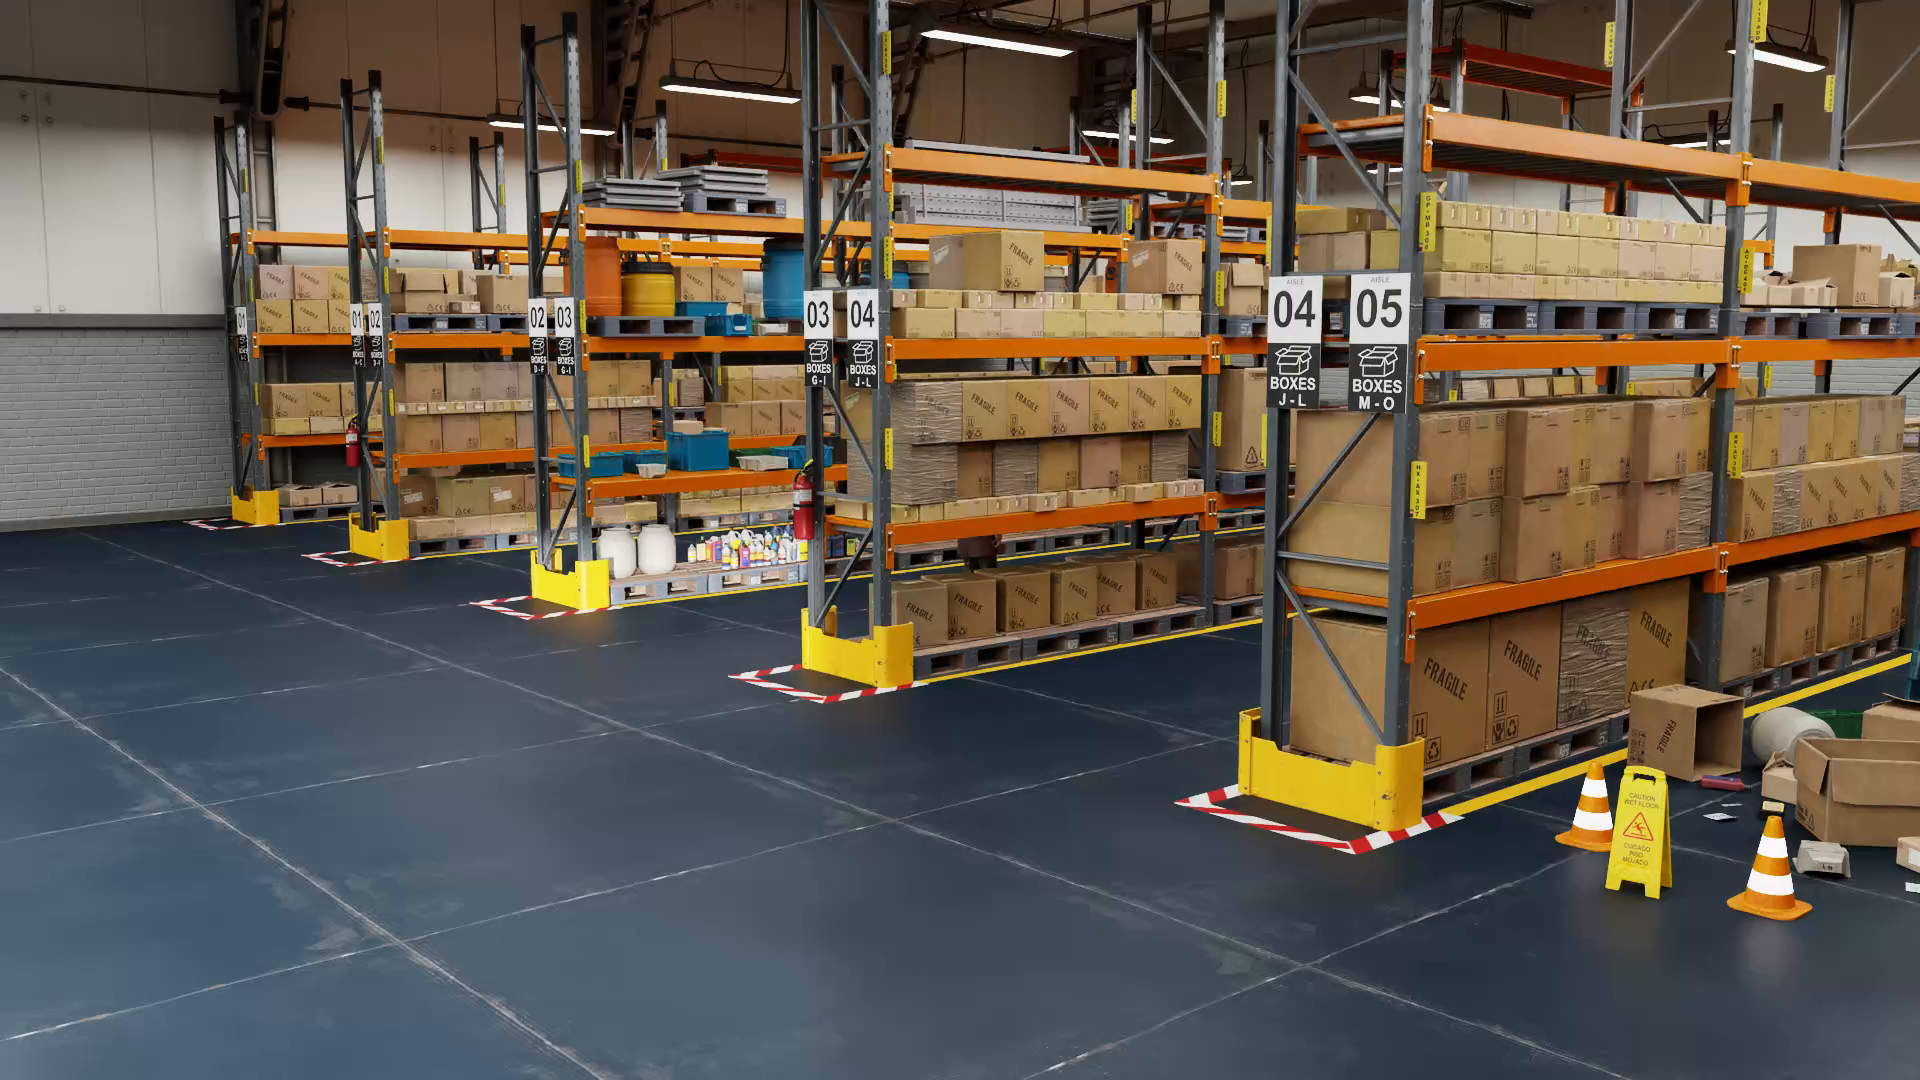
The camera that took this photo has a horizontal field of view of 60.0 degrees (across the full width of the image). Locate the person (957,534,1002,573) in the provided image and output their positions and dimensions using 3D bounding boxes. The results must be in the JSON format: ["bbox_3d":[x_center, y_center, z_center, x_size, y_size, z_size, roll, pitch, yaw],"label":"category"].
[{"bbox_3d":[0.179,-0.085,16.506,0.426,1.773,0.640,-6,10,-41],"label":"person"}]
